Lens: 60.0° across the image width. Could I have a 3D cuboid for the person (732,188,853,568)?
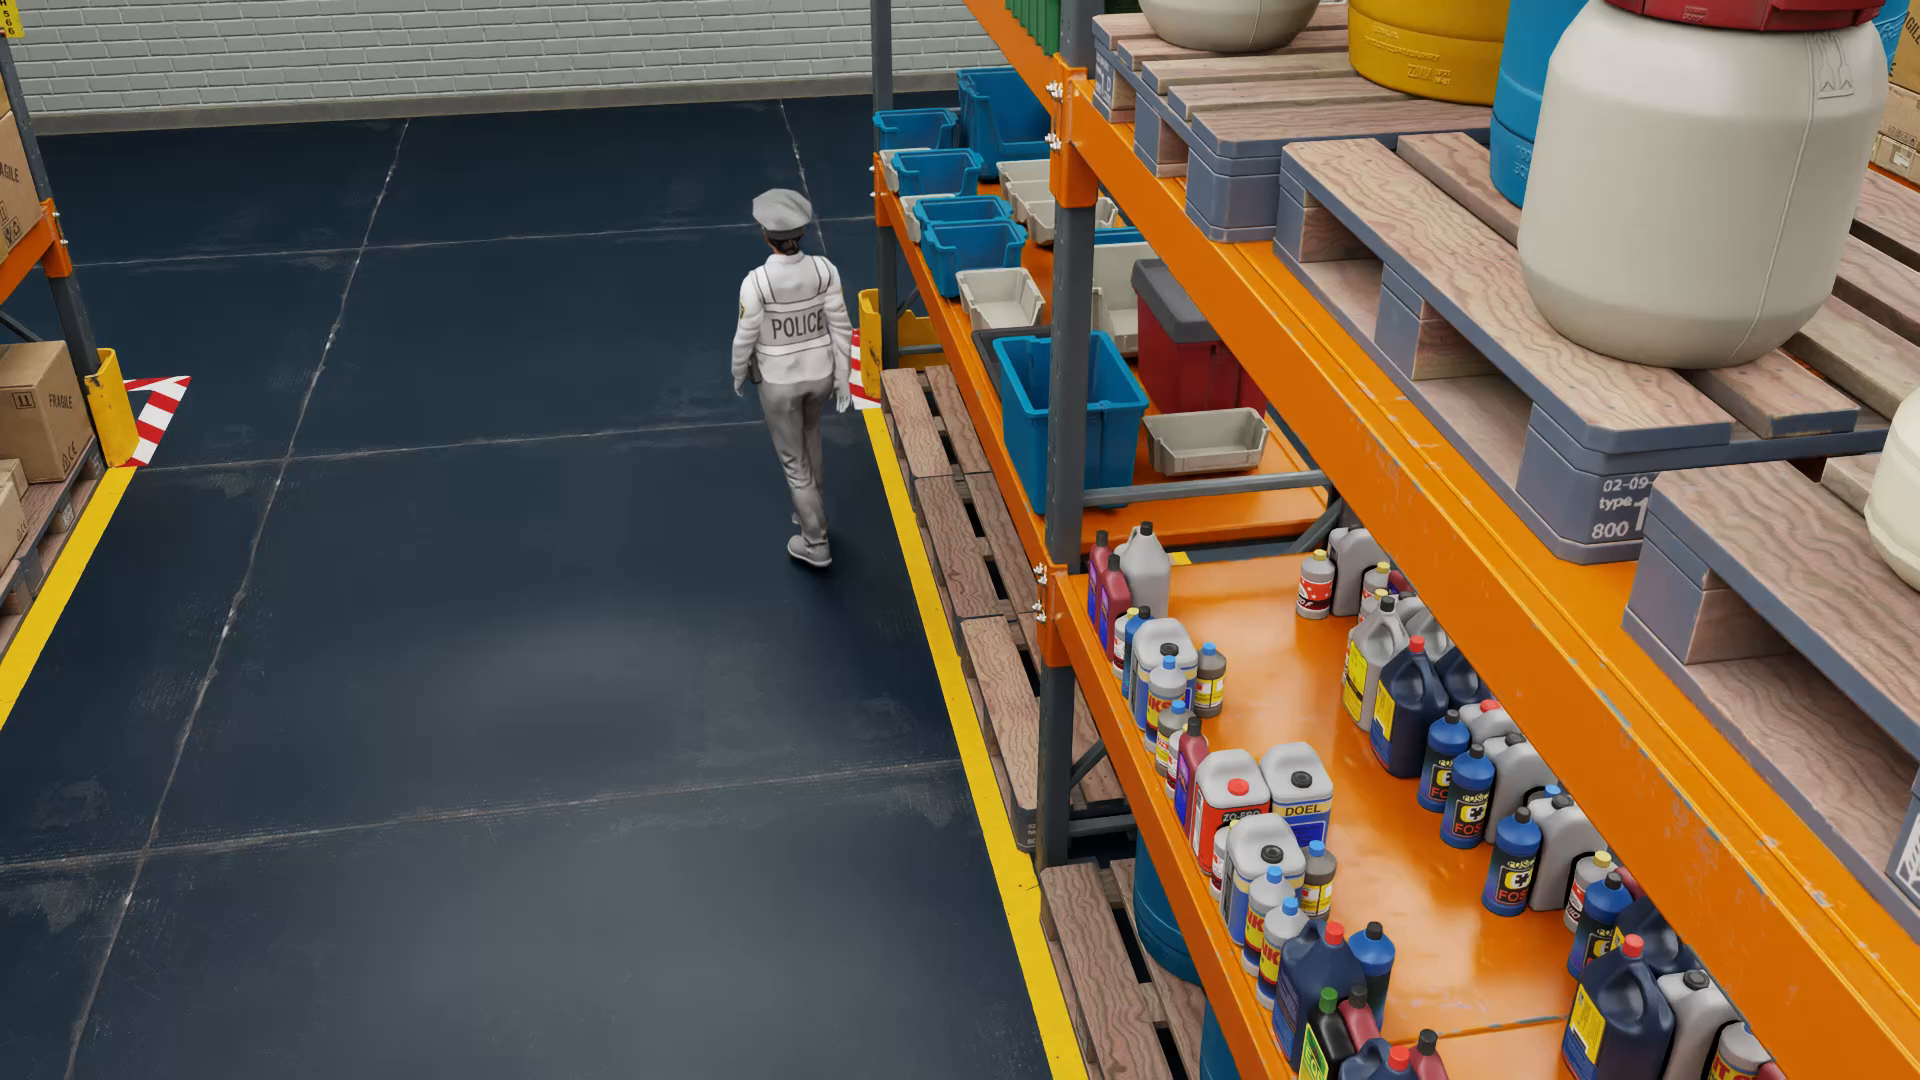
[{"bbox_3d":[-0.737,-0.678,7.268,0.496,1.745,0.590,-18,35,-27],"label":"person"}]
